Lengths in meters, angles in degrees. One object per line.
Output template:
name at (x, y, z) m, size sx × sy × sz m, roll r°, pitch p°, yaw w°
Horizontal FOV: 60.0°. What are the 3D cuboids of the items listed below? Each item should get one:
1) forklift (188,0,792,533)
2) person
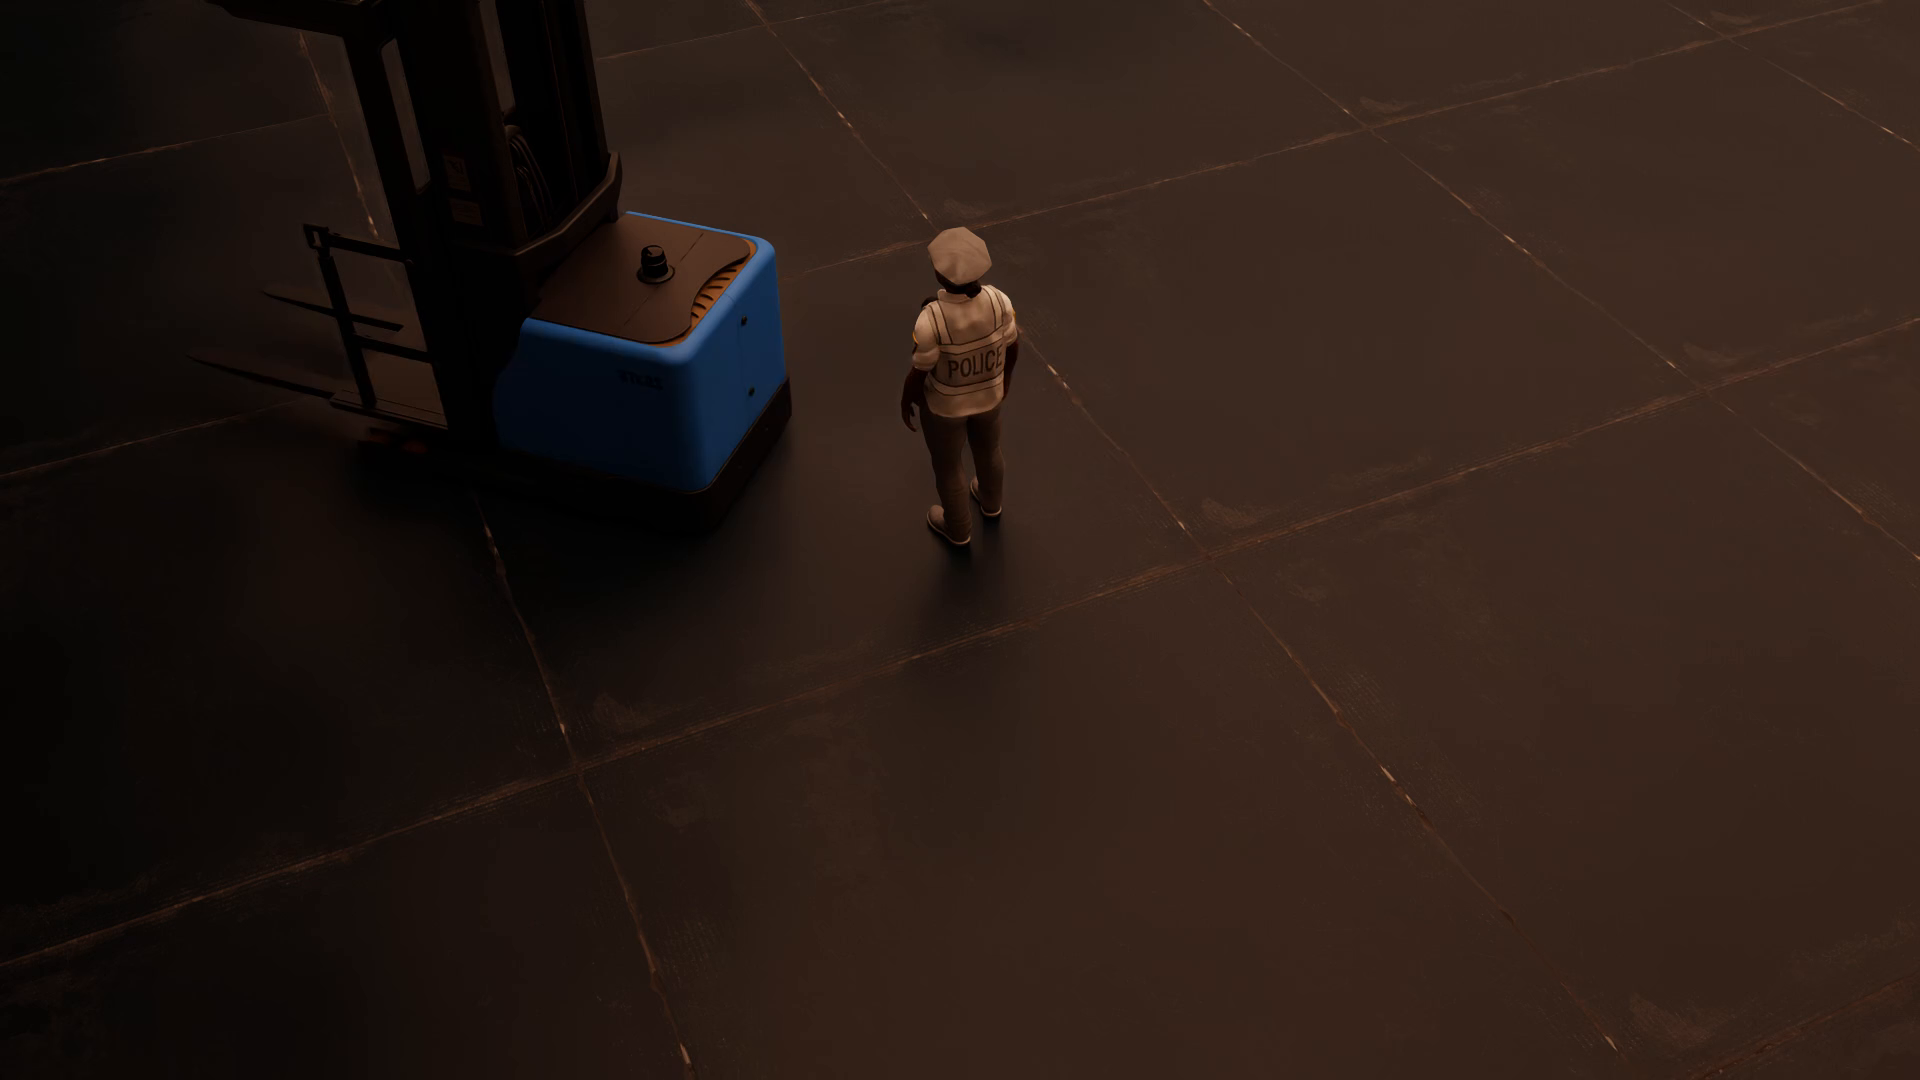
forklift at (-2.422, -1.720, 7.524) m, size 3.031 × 2.935 × 1.130 m, roll 14°, pitch 45°, yaw 14°
person at (-0.014, -0.677, 7.301) m, size 0.570 × 1.697 × 0.528 m, roll -18°, pitch 46°, yaw -18°
